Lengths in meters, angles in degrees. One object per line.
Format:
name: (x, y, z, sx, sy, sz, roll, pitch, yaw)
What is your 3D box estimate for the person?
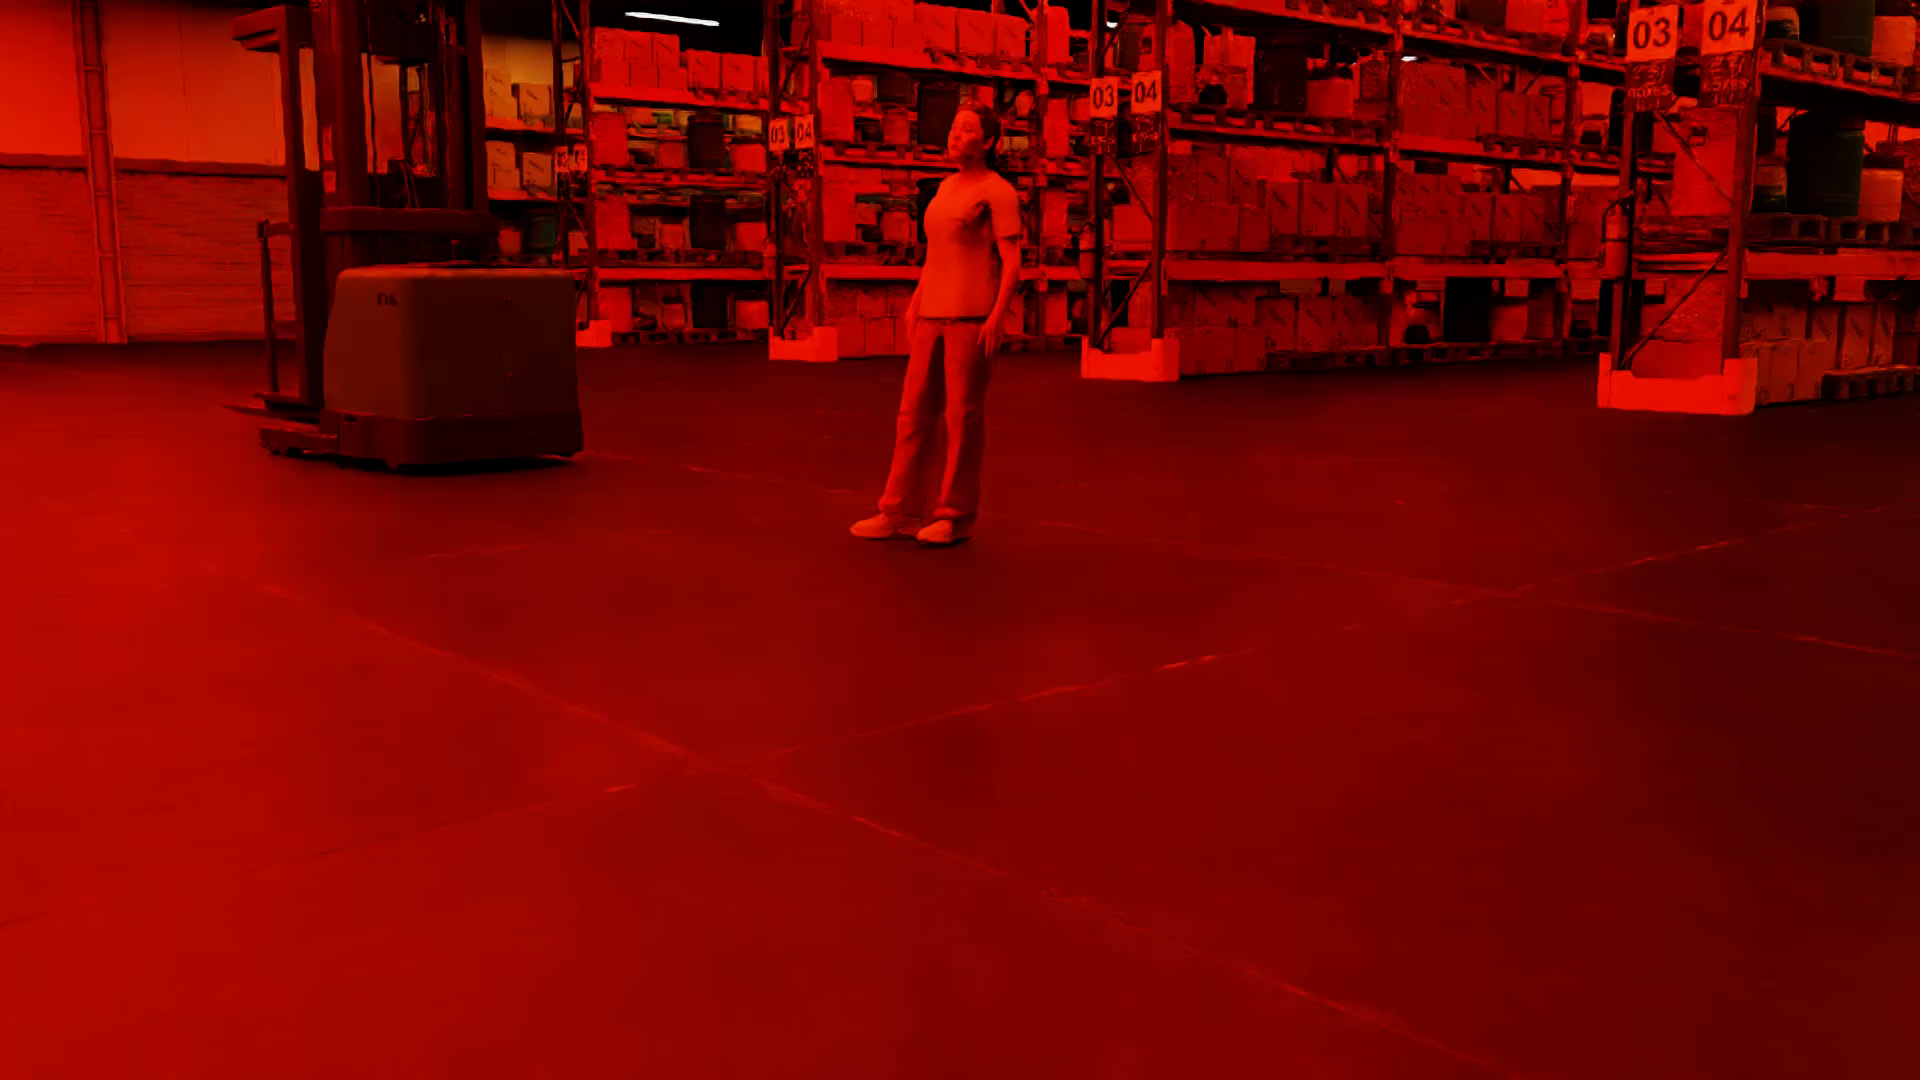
person: (-0.063, -0.829, 6.370, 0.548, 1.674, 0.554, -8, 12, -40)

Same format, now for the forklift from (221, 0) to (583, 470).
forklift: (-3.500, -1.984, 9.776, 1.130, 2.935, 3.031, -9, 12, -44)
